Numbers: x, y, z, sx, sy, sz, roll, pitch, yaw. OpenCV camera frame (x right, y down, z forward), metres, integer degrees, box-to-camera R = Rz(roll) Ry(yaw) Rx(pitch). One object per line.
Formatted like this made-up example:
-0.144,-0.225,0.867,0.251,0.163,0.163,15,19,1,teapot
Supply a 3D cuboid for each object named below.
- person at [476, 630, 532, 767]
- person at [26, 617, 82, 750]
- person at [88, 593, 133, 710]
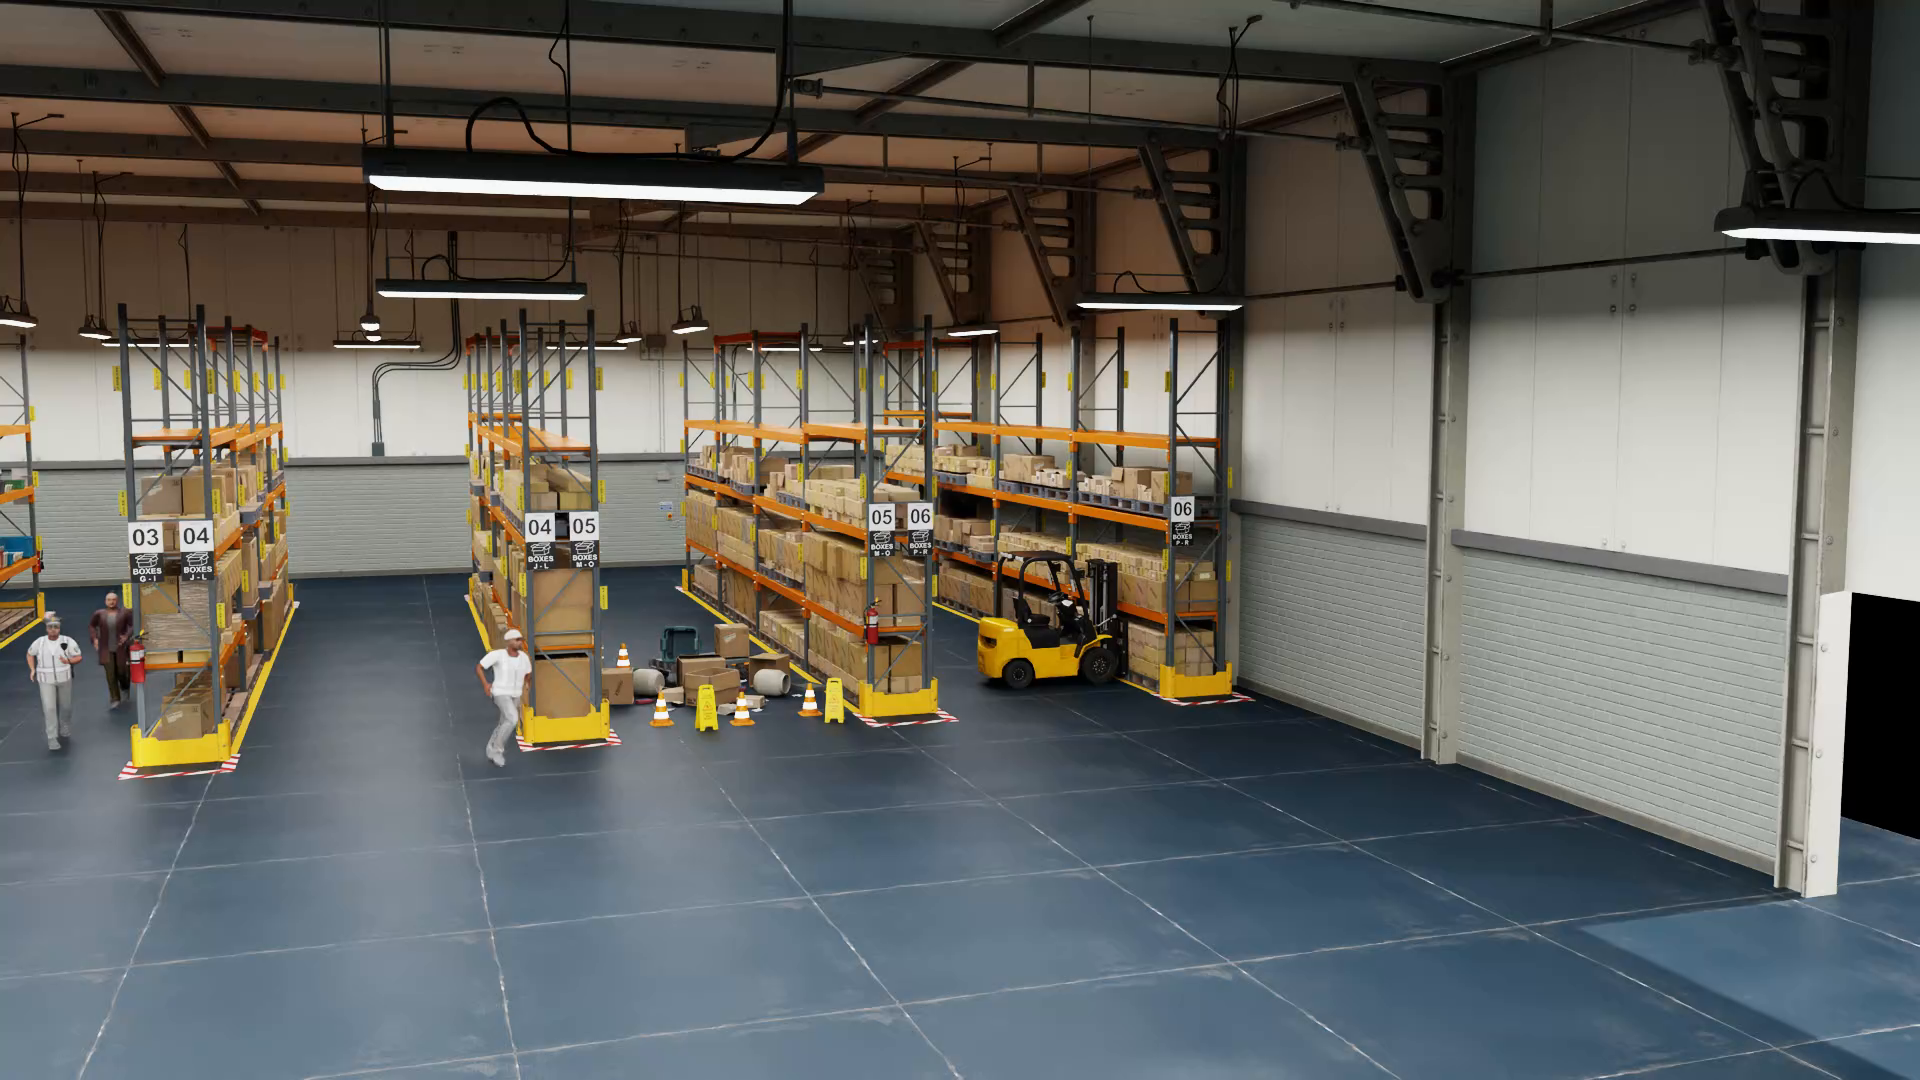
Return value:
-5.954,2.066,21.961,0.674,1.761,0.700,4,6,33,person
-12.453,1.930,22.900,0.663,1.761,0.969,-3,6,-31,person
-13.032,1.691,25.609,0.720,1.760,0.794,-2,6,-21,person
